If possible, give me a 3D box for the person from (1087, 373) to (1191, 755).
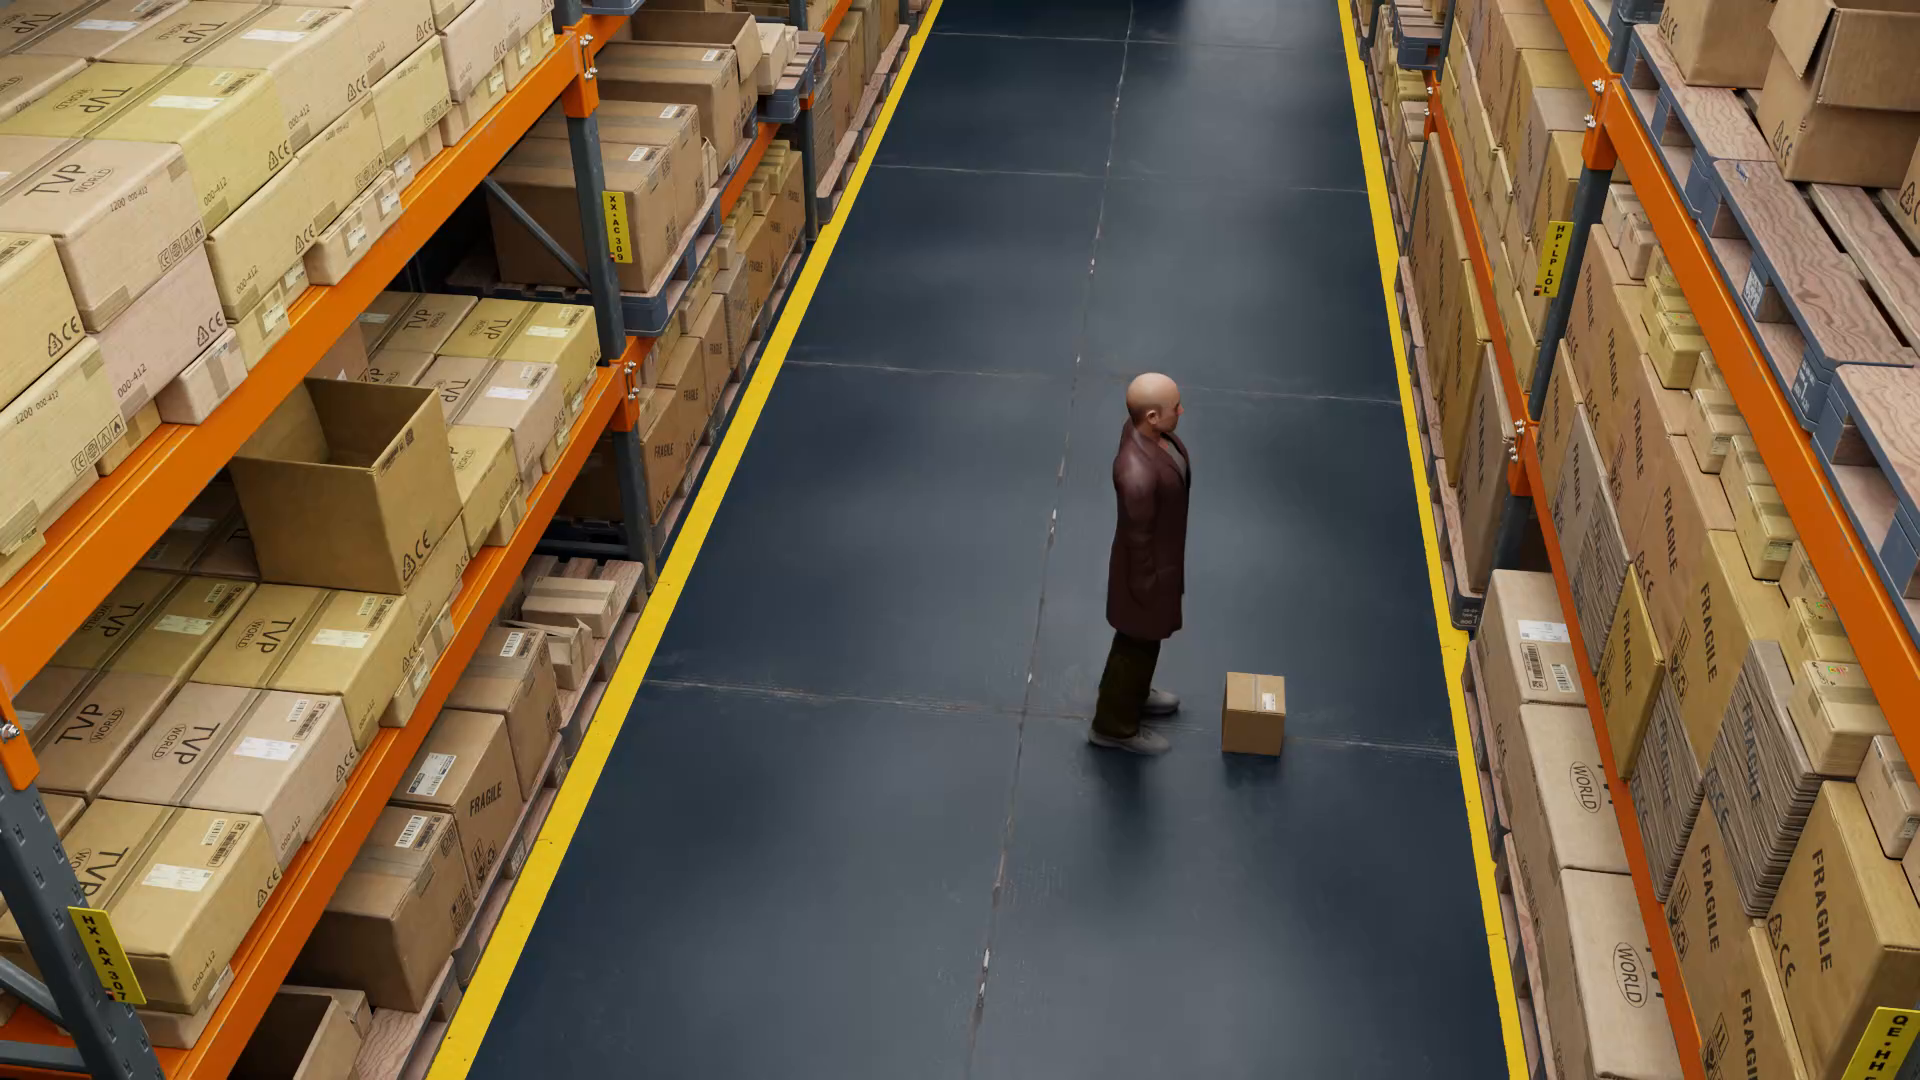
[{"bbox_3d":[0.779,0.100,6.936,0.394,1.799,0.561,5,36,7],"label":"person"}]
